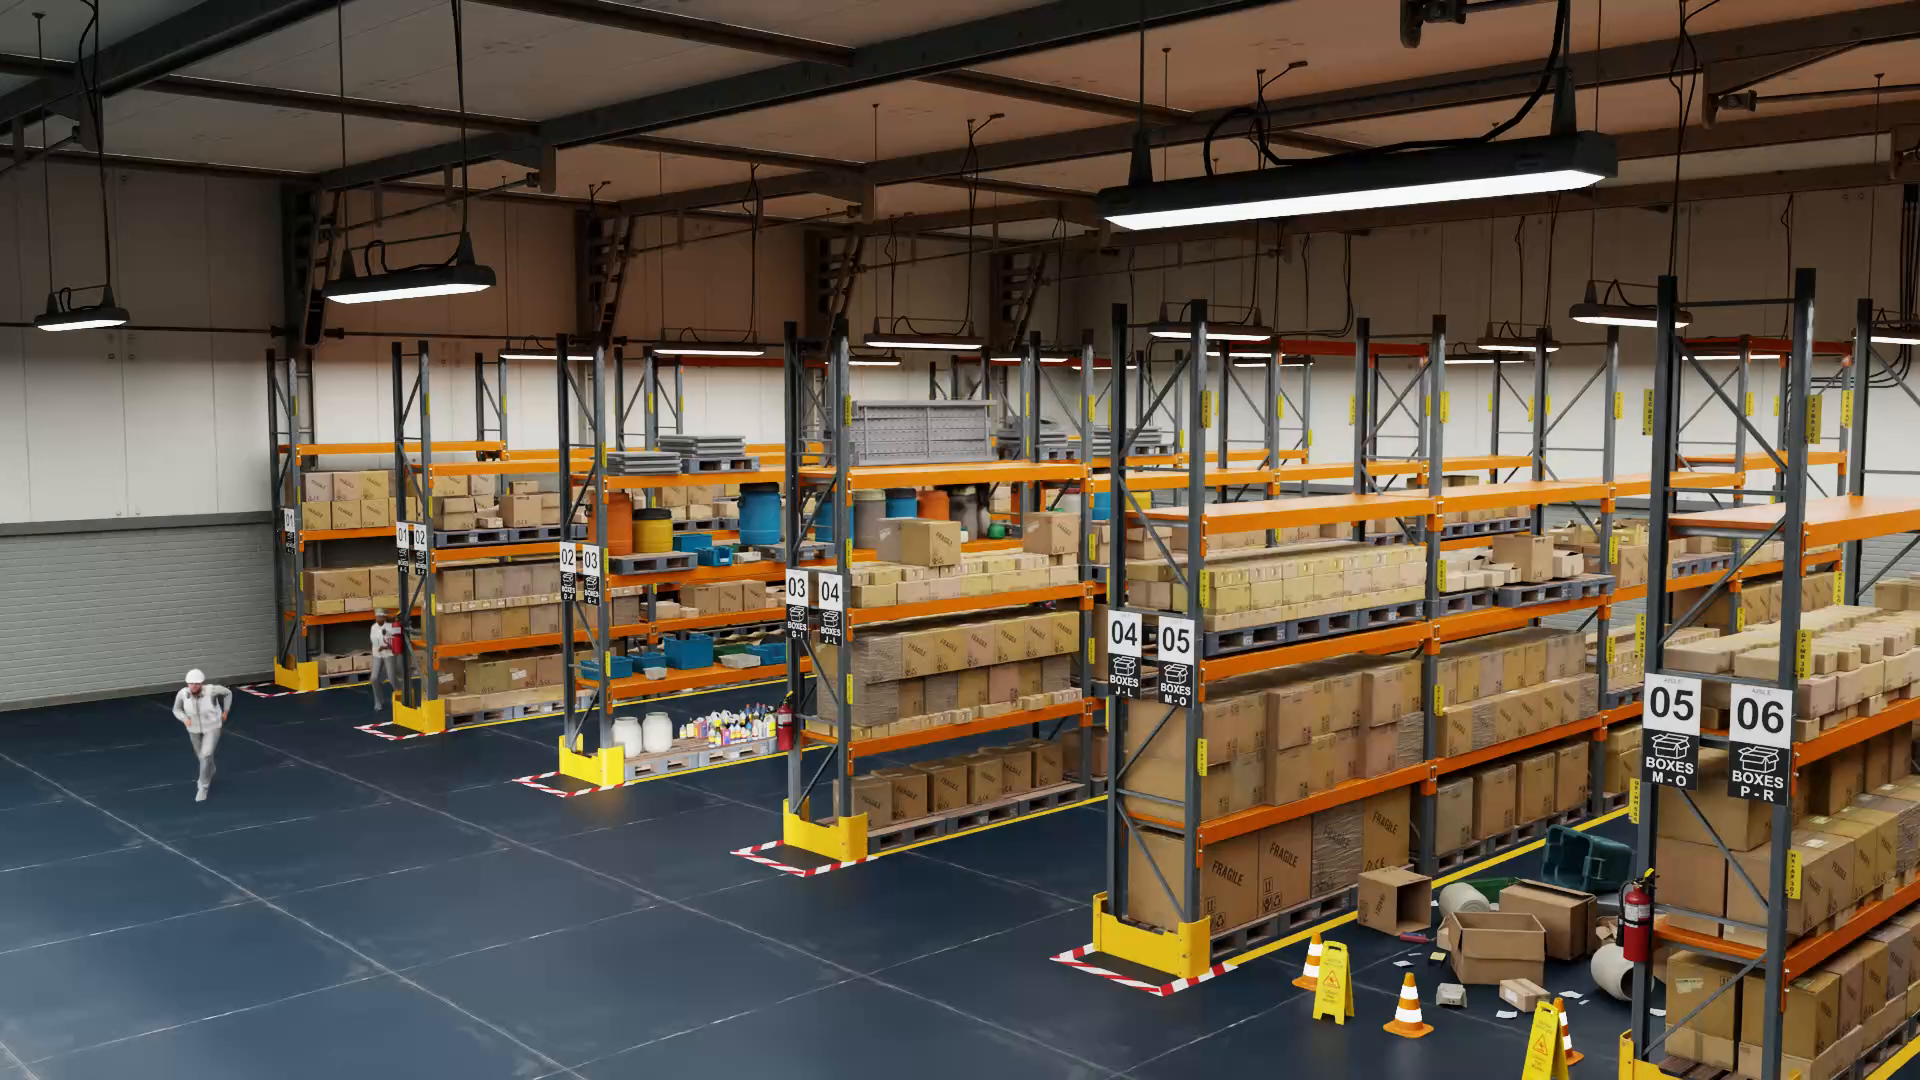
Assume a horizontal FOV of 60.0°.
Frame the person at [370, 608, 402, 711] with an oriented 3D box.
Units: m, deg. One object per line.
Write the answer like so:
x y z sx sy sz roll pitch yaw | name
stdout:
-9.524 1.973 27.544 0.506 1.735 0.846 0 5 3 | person

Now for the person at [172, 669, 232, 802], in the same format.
-9.797 2.481 21.573 0.700 1.734 1.040 -1 5 -15 | person
